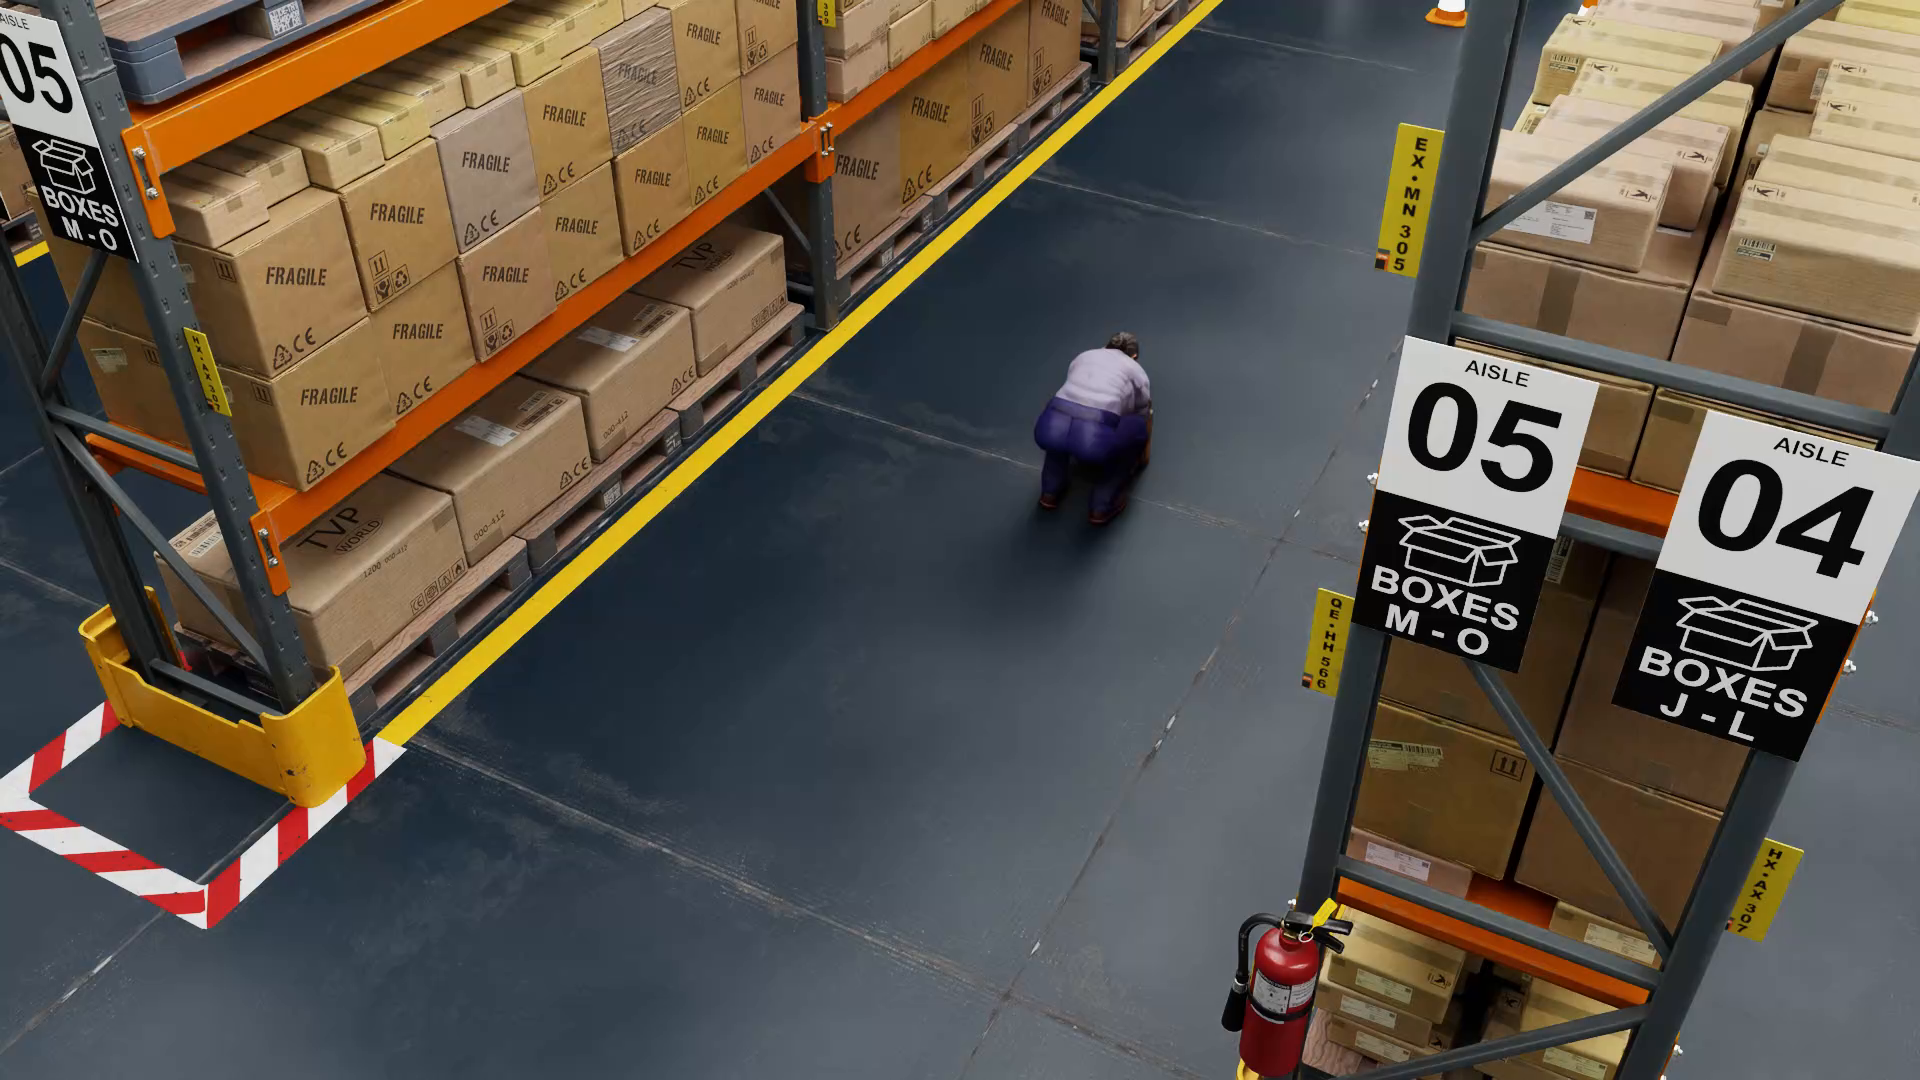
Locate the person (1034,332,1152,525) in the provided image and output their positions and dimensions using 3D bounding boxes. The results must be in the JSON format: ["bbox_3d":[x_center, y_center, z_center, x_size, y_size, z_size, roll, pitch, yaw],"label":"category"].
[{"bbox_3d":[0.689,-0.569,8.239,0.511,0.747,0.831,17,41,20],"label":"person"}]
